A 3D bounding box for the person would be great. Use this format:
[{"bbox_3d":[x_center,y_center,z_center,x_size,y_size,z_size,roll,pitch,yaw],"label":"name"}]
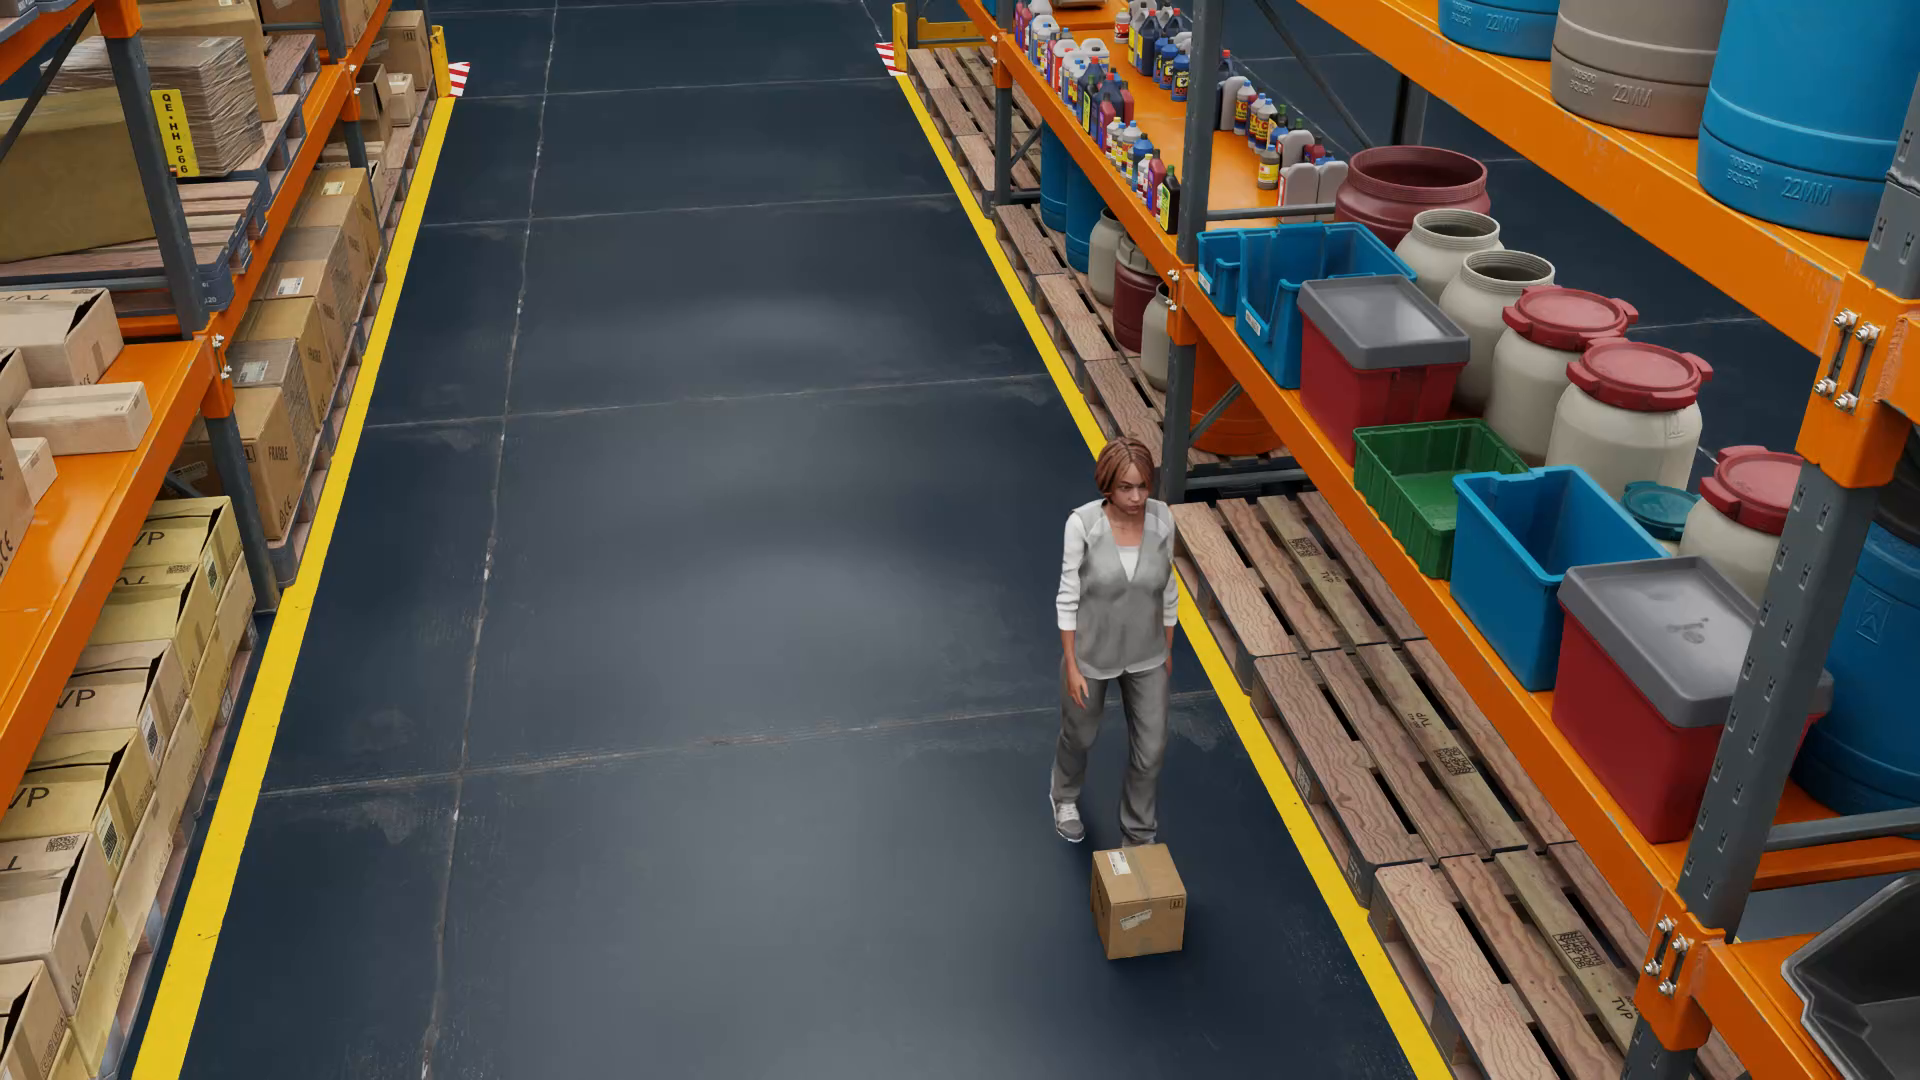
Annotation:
[{"bbox_3d":[0.520,0.405,5.504,0.418,1.613,0.557,-5,31,-8],"label":"person"}]
